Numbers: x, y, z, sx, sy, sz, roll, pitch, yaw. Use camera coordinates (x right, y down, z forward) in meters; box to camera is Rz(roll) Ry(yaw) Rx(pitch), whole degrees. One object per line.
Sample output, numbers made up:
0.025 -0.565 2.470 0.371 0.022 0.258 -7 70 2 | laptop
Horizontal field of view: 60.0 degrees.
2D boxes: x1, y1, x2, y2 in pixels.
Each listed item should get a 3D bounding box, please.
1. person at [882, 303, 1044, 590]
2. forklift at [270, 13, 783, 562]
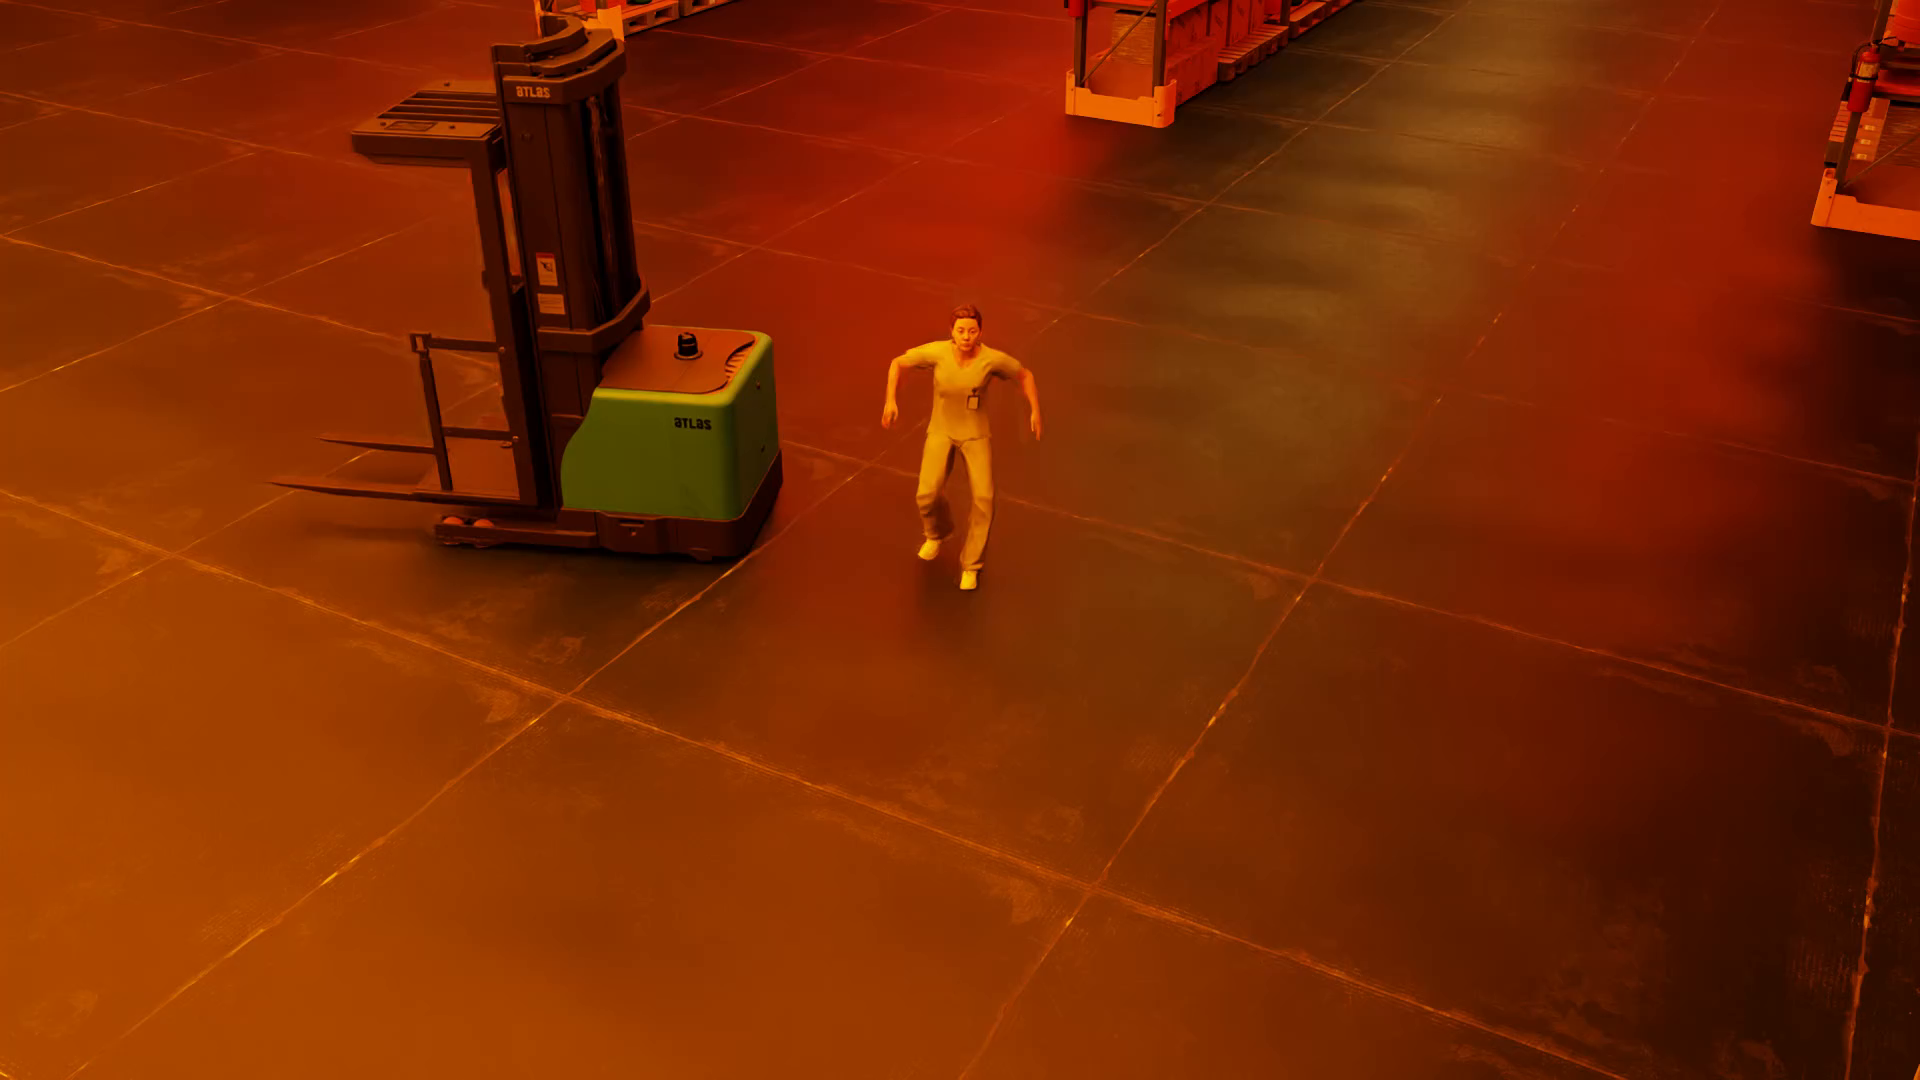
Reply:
0.014 -0.526 9.353 0.902 1.564 0.681 2 30 4 | person
-2.679 -1.477 9.630 3.031 2.935 1.130 5 30 8 | forklift
